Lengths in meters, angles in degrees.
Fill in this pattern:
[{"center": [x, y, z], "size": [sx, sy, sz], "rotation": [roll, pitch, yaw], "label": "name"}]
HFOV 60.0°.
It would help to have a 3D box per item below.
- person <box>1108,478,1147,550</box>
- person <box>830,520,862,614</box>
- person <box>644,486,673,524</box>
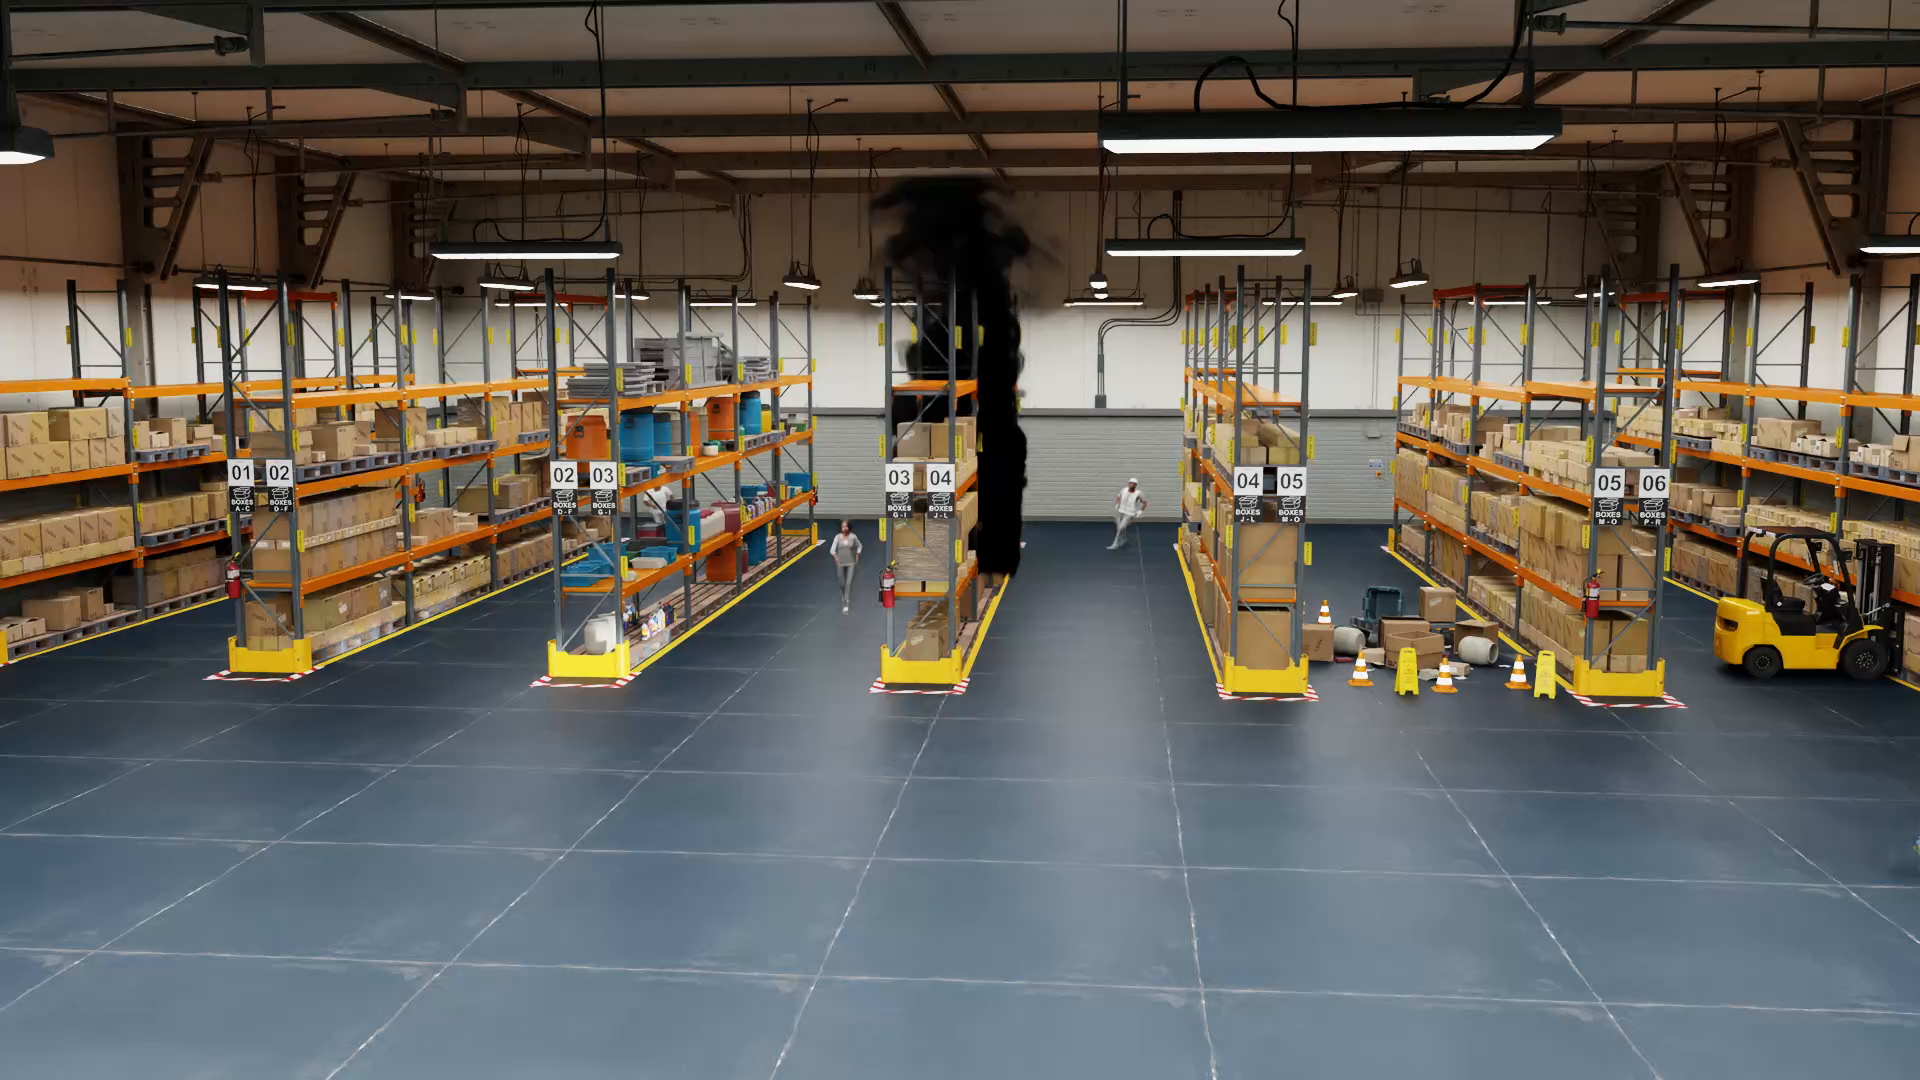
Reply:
[{"center": [3.909, -0.617, 39.322], "size": [0.819, 1.711, 0.858], "rotation": [7, 10, 45], "label": "person"}, {"center": [-1.963, 0.456, 28.687], "size": [0.547, 1.597, 0.642], "rotation": [0, 7, -1], "label": "person"}, {"center": [-7.194, -0.679, 39.726], "size": [0.710, 1.703, 0.520], "rotation": [-2, 7, -12], "label": "person"}]
